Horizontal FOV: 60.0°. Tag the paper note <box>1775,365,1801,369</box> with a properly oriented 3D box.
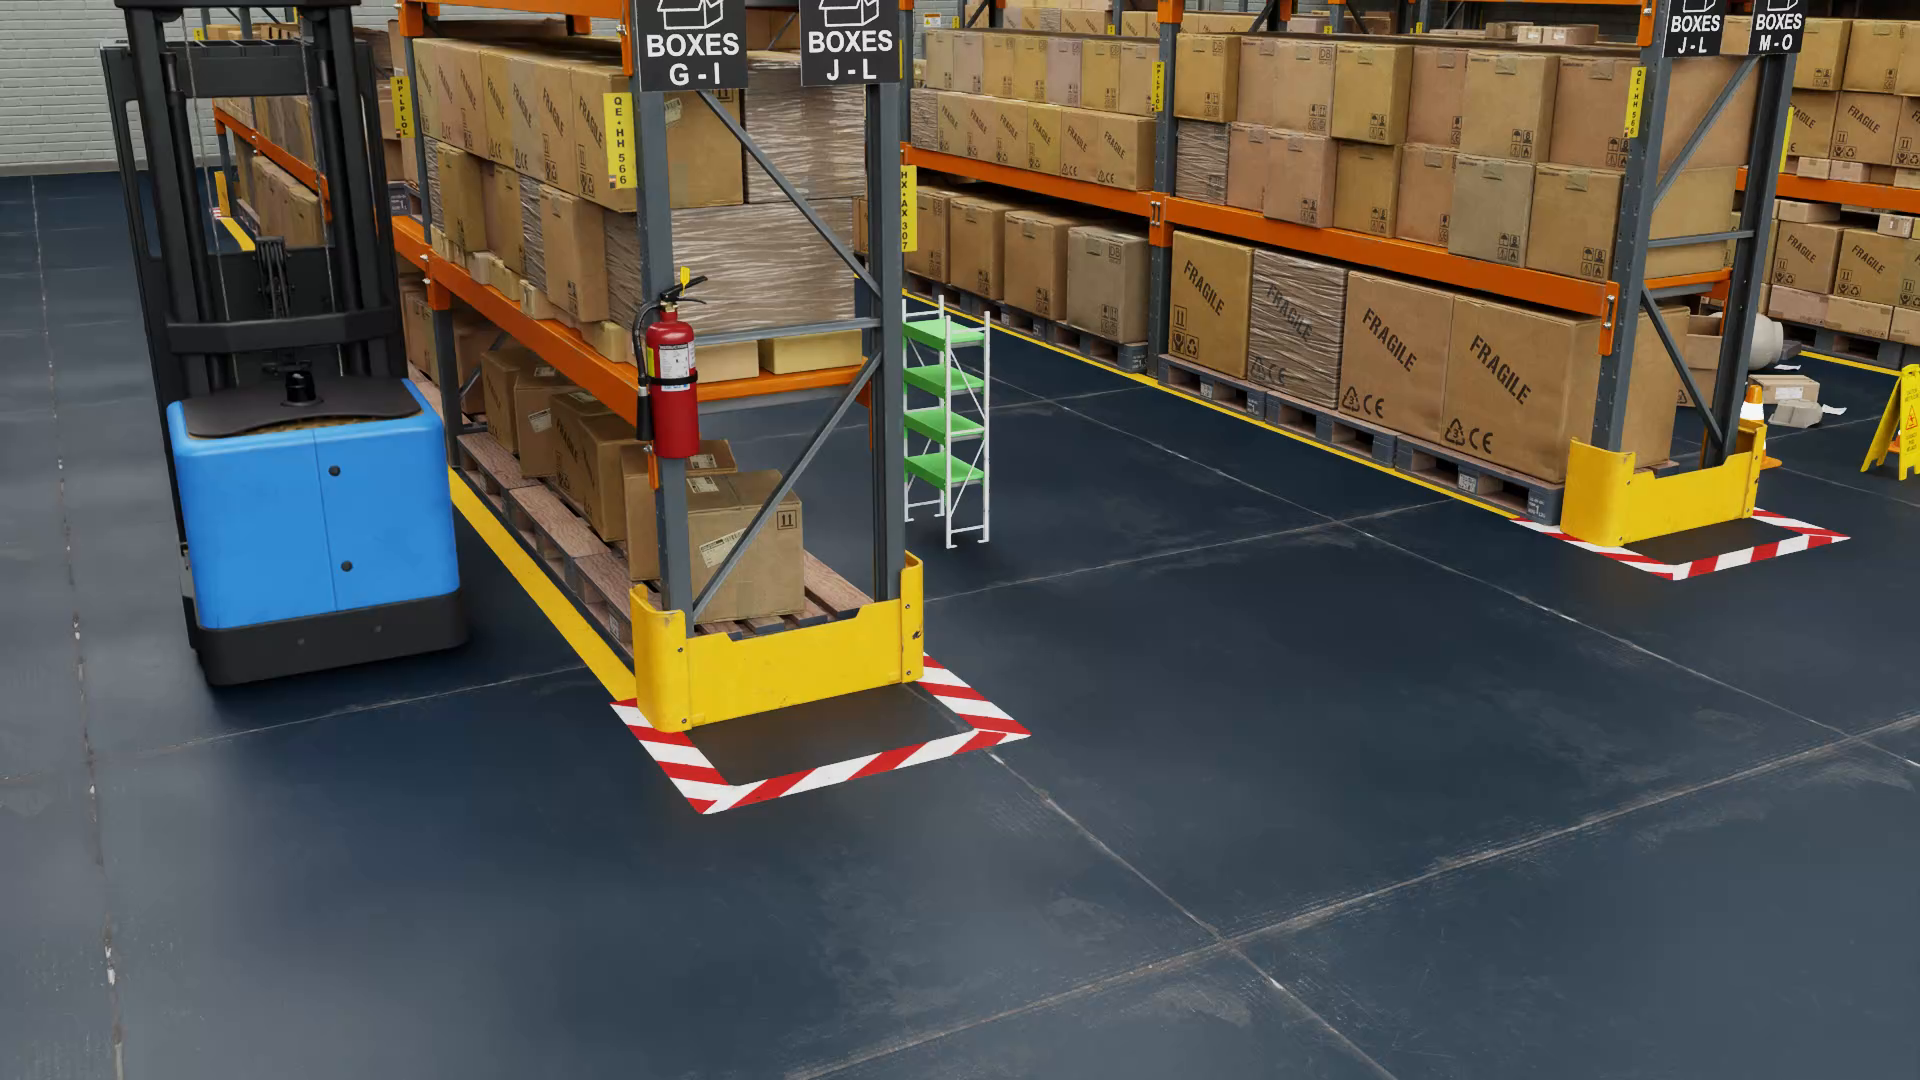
[{"bbox_3d":[6.126,-1.284,12.305,0.148,0.019,0.142,16,25,39],"label":"paper note"}]

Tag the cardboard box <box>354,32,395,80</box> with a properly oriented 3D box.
[{"bbox_3d":[-4.822,-3.810,13.383,0.797,0.503,0.637,-9,21,-25],"label":"cardboard box"}]

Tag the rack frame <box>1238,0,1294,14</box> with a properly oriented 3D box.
[{"bbox_3d":[4.800,-7.677,26.282,1.000,3.000,0.127,-10,21,-27],"label":"rack frame"}]

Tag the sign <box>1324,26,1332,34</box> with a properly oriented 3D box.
[{"bbox_3d":[3.746,-5.071,16.955,0.100,0.325,0.005,-10,21,-27],"label":"sign"}]

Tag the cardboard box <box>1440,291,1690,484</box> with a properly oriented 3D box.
[{"bbox_3d":[3.343,-0.897,9.247,0.875,0.875,0.875,-10,21,-26],"label":"cardboard box"}]

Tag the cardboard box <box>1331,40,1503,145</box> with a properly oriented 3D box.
[{"bbox_3d":[2.726,-2.670,9.885,0.875,0.550,0.500,-10,21,-27],"label":"cardboard box"}]

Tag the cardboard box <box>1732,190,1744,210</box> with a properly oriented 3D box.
[{"bbox_3d":[6.181,-2.766,13.477,0.380,0.149,0.250,-10,21,-26],"label":"cardboard box"}]

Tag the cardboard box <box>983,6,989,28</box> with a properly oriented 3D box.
[{"bbox_3d":[0.662,-7.098,22.918,0.500,0.500,0.500,-11,22,-28],"label":"cardboard box"}]

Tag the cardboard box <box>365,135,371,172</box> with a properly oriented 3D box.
[{"bbox_3d":[-3.895,-2.687,11.406,0.500,0.250,0.500,-11,22,-28],"label":"cardboard box"}]

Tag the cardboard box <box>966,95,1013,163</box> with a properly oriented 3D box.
[{"bbox_3d":[0.383,-3.401,13.737,0.500,0.500,0.500,-10,21,-27],"label":"cardboard box"}]

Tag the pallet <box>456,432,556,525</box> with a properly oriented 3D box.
[{"bbox_3d":[-2.239,-0.422,9.531,1.003,0.211,1.213,-10,21,-27],"label":"pallet"}]

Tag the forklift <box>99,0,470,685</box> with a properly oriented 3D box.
[{"bbox_3d":[-3.222,-1.238,7.725,1.130,2.935,3.031,-9,21,-25],"label":"forklift"}]

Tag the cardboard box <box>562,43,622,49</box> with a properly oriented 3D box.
[{"bbox_3d":[-1.658,-2.215,8.309,0.500,0.500,0.500,-10,21,-27],"label":"cardboard box"}]

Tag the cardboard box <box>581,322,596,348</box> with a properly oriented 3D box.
[{"bbox_3d":[-1.394,-0.920,7.085,0.380,0.149,0.250,-10,21,-27],"label":"cardboard box"}]

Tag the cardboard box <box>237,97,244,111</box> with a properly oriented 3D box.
[{"bbox_3d":[-7.077,-4.528,16.930,0.500,0.250,0.500,-9,21,-25],"label":"cardboard box"}]

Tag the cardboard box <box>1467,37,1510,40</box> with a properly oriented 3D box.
[{"bbox_3d":[5.189,-4.619,16.164,0.500,0.500,0.500,-12,22,-30],"label":"cardboard box"}]

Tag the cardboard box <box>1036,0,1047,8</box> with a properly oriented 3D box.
[{"bbox_3d":[1.225,-7.070,21.841,0.380,0.149,0.250,-10,21,-27],"label":"cardboard box"}]

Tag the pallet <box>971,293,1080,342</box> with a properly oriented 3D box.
[{"bbox_3d":[0.808,-1.909,13.841,1.003,0.211,1.213,-10,21,-27],"label":"pallet"}]

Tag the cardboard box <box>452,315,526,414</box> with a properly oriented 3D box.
[{"bbox_3d":[-2.862,-1.134,10.476,0.700,0.500,0.500,-12,22,-31],"label":"cardboard box"}]

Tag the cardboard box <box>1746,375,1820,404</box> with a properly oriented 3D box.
[{"bbox_3d":[5.632,-1.030,11.388,0.380,0.149,0.250,1,19,2],"label":"cardboard box"}]

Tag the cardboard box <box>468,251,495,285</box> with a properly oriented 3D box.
[{"bbox_3d":[-2.292,-1.411,8.507,0.380,0.149,0.250,-10,21,-27],"label":"cardboard box"}]

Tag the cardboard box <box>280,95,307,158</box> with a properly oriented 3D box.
[{"bbox_3d":[-5.422,-3.519,14.078,0.500,0.500,0.500,-11,22,-28],"label":"cardboard box"}]

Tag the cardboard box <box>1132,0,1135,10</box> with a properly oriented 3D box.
[{"bbox_3d":[2.276,-6.788,21.023,0.380,0.149,0.250,-10,21,-26],"label":"cardboard box"}]

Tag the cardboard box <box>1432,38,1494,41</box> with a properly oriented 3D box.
[{"bbox_3d":[4.754,-4.532,15.915,0.500,0.500,0.500,-10,21,-26],"label":"cardboard box"}]

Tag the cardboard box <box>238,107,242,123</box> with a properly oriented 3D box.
[{"bbox_3d":[-7.188,-4.364,17.064,0.380,0.149,0.250,-10,21,-26],"label":"cardboard box"}]

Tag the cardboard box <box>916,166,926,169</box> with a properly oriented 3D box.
[{"bbox_3d":[-0.431,-3.568,16.411,0.500,0.250,0.500,-10,22,-27],"label":"cardboard box"}]

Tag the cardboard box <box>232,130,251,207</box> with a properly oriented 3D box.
[{"bbox_3d":[-7.913,-4.395,19.384,0.875,0.875,0.875,-10,21,-27],"label":"cardboard box"}]

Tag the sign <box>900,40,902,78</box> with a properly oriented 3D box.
[{"bbox_3d":[-0.549,-4.238,14.662,0.100,0.325,0.005,-10,21,-27],"label":"sign"}]

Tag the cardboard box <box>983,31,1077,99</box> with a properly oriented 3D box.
[{"bbox_3d":[0.615,-3.913,13.686,0.700,0.500,0.500,-10,22,-27],"label":"cardboard box"}]

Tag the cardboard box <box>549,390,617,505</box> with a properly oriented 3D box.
[{"bbox_3d":[-1.792,-0.494,8.654,0.500,0.500,0.500,-12,22,-31],"label":"cardboard box"}]

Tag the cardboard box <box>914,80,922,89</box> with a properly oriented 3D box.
[{"bbox_3d":[-0.259,-4.283,15.730,0.380,0.149,0.250,-9,21,-24],"label":"cardboard box"}]

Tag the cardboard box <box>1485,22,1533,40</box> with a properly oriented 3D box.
[{"bbox_3d":[5.258,-4.878,15.922,0.380,0.149,0.250,-11,22,-29],"label":"cardboard box"}]

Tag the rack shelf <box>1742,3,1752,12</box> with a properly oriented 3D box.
[{"bbox_3d":[7.082,-3.966,12.032,1.077,0.370,4.000,-10,21,-27],"label":"rack shelf"}]

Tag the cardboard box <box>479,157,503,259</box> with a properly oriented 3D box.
[{"bbox_3d":[-1.898,-1.700,8.350,0.875,0.500,0.500,-10,21,-27],"label":"cardboard box"}]

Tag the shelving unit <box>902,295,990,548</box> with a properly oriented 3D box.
[{"bbox_3d":[-0.079,-0.615,8.573,0.258,1.200,0.503,-10,21,-27],"label":"shelving unit"}]

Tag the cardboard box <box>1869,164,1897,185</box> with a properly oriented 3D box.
[{"bbox_3d":[6.957,-2.712,12.277,0.380,0.149,0.250,-10,21,-27],"label":"cardboard box"}]

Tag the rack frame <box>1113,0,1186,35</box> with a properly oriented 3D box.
[{"bbox_3d":[2.333,-5.759,20.723,1.000,3.000,0.127,-10,21,-27],"label":"rack frame"}]

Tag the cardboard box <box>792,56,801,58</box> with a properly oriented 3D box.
[{"bbox_3d":[-1.578,-4.769,16.683,0.380,0.149,0.250,-9,21,-25],"label":"cardboard box"}]

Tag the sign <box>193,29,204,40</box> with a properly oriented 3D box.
[{"bbox_3d":[-8.779,-5.735,19.204,0.100,0.325,0.005,-10,21,-27],"label":"sign"}]

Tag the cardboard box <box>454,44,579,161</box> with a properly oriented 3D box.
[{"bbox_3d":[-2.124,-2.133,8.071,0.500,0.500,0.500,-10,21,-27],"label":"cardboard box"}]

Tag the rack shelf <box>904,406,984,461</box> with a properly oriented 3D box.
[{"bbox_3d":[-0.079,-0.554,8.594,0.258,0.148,0.480,-10,21,-27],"label":"rack shelf"}]

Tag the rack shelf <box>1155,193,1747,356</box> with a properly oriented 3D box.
[{"bbox_3d":[2.773,-1.753,10.215,1.077,0.370,4.000,-10,21,-27],"label":"rack shelf"}]

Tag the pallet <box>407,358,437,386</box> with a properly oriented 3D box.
[{"bbox_3d":[-3.544,-1.183,11.738,1.003,0.211,1.213,-10,21,-27],"label":"pallet"}]

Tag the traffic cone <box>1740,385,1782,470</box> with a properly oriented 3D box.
[{"bbox_3d":[4.721,-0.692,9.927,0.336,0.463,0.334,-10,21,-27],"label":"traffic cone"}]

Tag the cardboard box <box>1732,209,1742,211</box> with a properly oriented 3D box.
[{"bbox_3d":[6.174,-2.505,13.714,0.500,0.500,0.500,-9,21,-24],"label":"cardboard box"}]

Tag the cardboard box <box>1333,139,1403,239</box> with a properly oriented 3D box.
[{"bbox_3d":[2.783,-2.170,10.090,0.875,0.550,0.500,-10,21,-27],"label":"cardboard box"}]

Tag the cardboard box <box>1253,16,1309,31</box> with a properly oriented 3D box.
[{"bbox_3d":[3.506,-5.385,17.952,0.500,0.500,0.500,-10,21,-26],"label":"cardboard box"}]

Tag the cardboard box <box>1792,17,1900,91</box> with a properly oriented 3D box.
[{"bbox_3d":[6.588,-3.665,12.512,0.700,0.500,0.500,-11,22,-28],"label":"cardboard box"}]

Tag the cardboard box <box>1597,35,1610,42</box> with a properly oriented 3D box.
[{"bbox_3d":[7.661,-6.068,20.816,0.797,0.503,0.637,-11,22,-28],"label":"cardboard box"}]

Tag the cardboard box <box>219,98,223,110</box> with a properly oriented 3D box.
[{"bbox_3d":[-8.040,-4.879,18.558,0.380,0.149,0.250,-10,22,-27],"label":"cardboard box"}]

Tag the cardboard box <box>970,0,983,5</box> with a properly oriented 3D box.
[{"bbox_3d":[0.359,-7.589,23.346,0.380,0.149,0.250,-9,21,-26],"label":"cardboard box"}]

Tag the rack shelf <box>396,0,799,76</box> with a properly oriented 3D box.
[{"bbox_3d":[-1.640,-2.431,7.584,1.077,0.370,4.000,-10,21,-27],"label":"rack shelf"}]

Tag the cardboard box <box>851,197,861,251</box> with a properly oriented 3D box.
[{"bbox_3d":[-0.862,-3.130,16.292,0.500,0.500,0.500,-9,21,-24],"label":"cardboard box"}]
